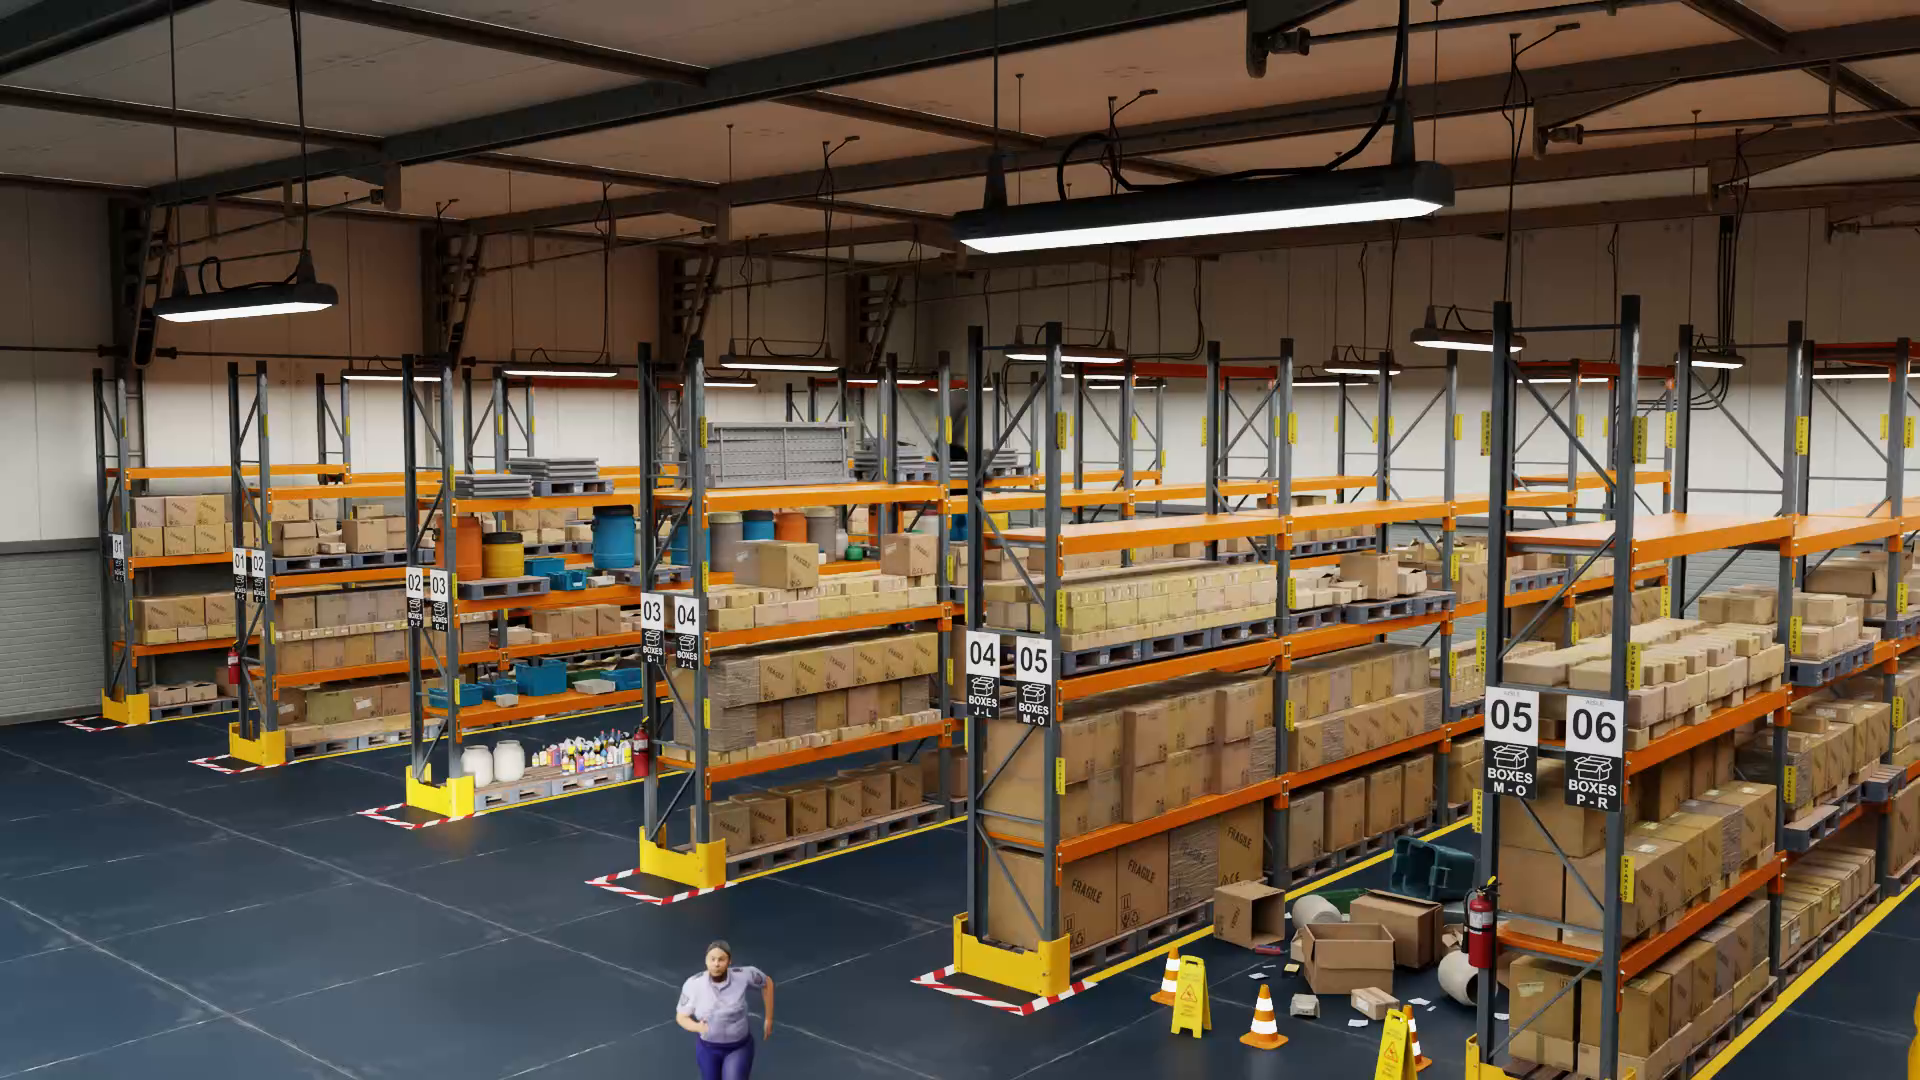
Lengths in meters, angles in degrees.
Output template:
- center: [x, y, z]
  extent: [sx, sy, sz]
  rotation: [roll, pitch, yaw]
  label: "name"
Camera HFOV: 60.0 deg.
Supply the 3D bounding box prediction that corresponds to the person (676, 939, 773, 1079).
- center: [-1.603, 3.527, 11.360]
  extent: [0.626, 1.672, 0.827]
  rotation: [0, 4, 1]
  label: "person"
